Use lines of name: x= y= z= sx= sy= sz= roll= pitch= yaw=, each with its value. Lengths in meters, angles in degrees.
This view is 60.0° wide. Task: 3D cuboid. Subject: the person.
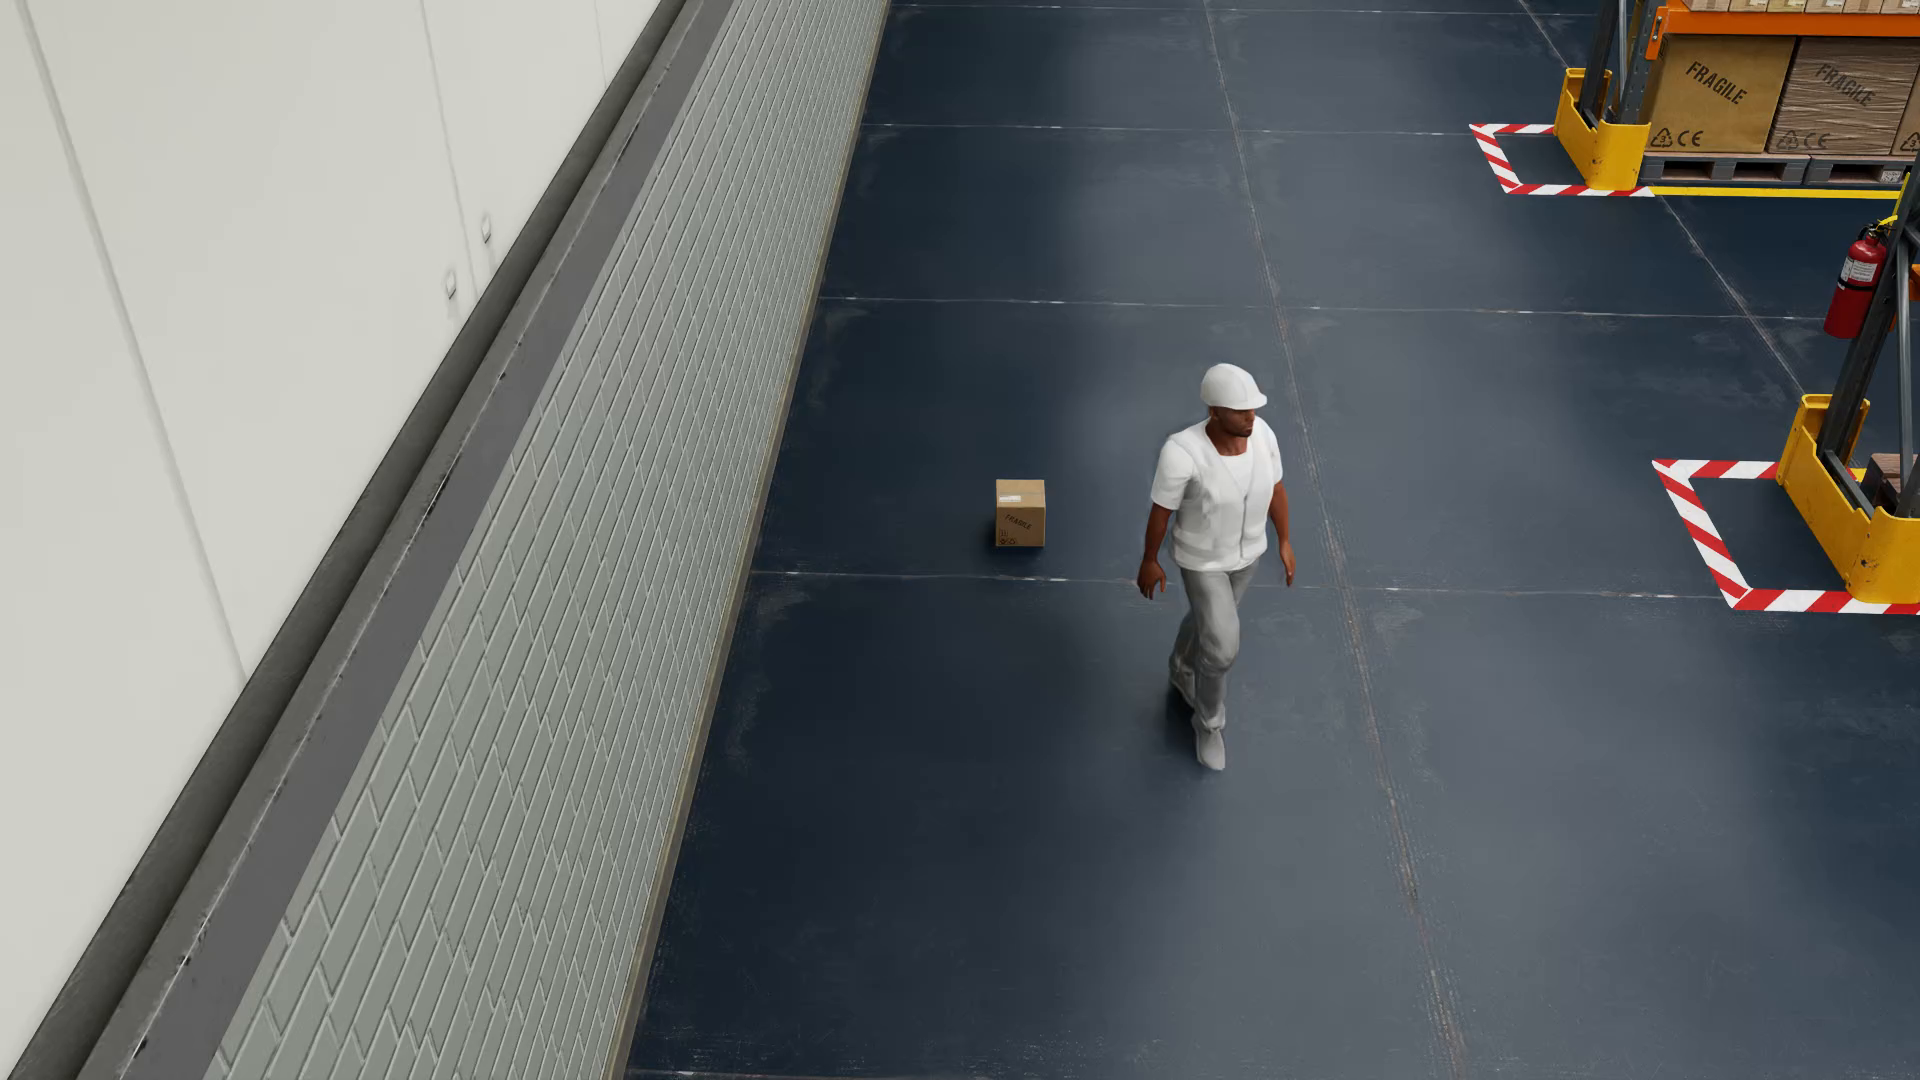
person: x=1.098 y=0.099 z=6.977 sx=0.623 sy=1.825 sz=0.595 roll=-21 pitch=40 yaw=-26
